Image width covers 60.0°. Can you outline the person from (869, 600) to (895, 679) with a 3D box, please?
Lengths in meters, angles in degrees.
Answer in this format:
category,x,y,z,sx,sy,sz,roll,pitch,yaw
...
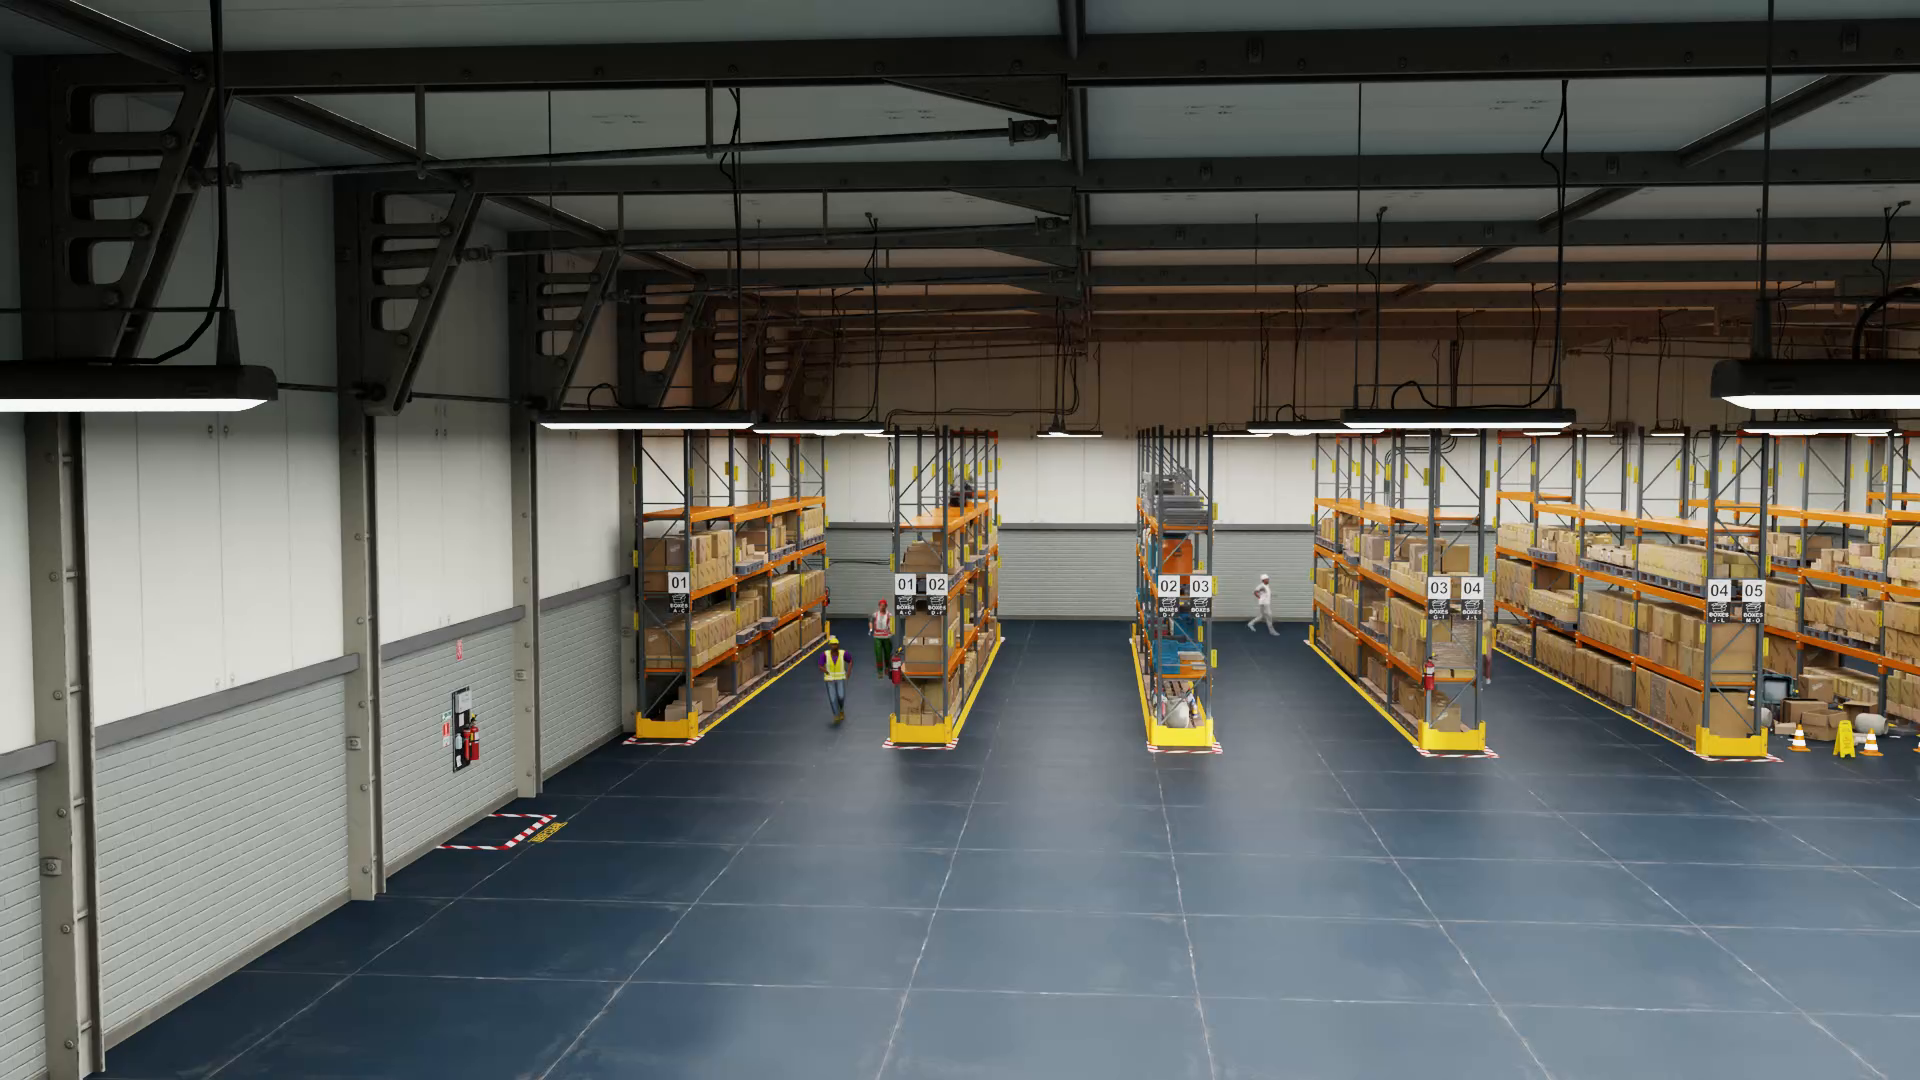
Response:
category,x,y,z,sx,sy,sz,roll,pitch,yaw
person,-1.775,2.257,38.091,0.669,1.782,0.845,0,3,4

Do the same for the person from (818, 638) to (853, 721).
category,x,y,z,sx,sy,sz,roll,pitch,yaw
person,-2.522,2.828,33.596,0.694,1.715,0.650,0,3,-1

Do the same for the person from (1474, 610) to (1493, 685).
category,x,y,z,sx,sy,sz,roll,pitch,yaw
person,12.338,2.513,39.298,0.576,1.721,0.831,0,3,1

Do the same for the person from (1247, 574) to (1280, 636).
category,x,y,z,sx,sy,sz,roll,pitch,yaw
person,8.910,1.895,48.735,0.989,1.791,0.682,1,4,18
